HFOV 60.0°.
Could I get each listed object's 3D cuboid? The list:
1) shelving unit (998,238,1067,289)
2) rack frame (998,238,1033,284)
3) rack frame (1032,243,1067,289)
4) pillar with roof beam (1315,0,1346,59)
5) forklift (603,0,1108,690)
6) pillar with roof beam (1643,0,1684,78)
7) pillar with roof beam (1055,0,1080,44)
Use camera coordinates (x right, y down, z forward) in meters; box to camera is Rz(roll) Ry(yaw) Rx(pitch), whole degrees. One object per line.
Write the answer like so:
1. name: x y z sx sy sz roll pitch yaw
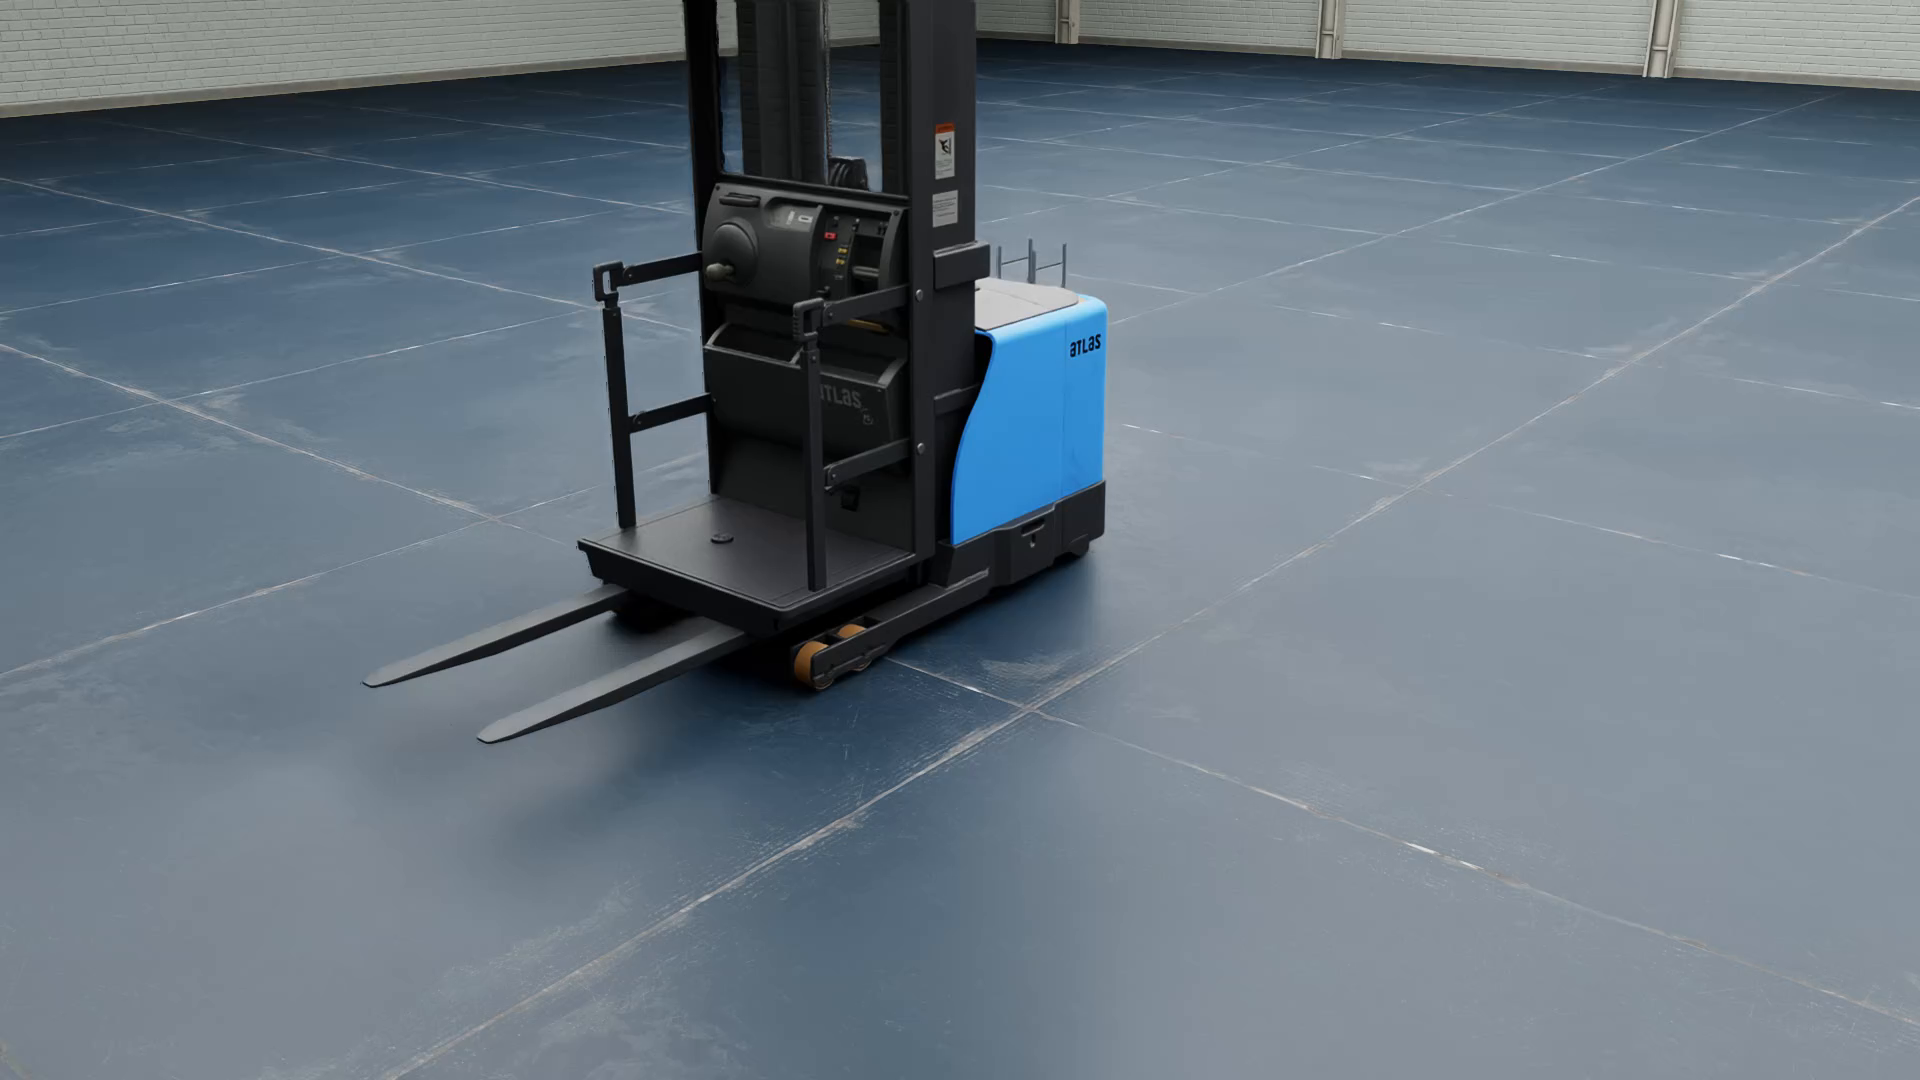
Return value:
1. shelving unit: 0.310 -0.704 7.333 0.189 1.200 0.258 16 26 36
2. rack frame: 0.239 -0.724 7.387 0.006 1.200 0.240 16 26 36
3. rack frame: 0.381 -0.683 7.279 0.006 1.200 0.240 16 26 36
4. pillar with roof beam: 4.148 -12.020 26.289 0.400 9.000 9.100 16 26 36
5. forklift: -0.706 -1.049 5.795 1.130 2.935 3.031 16 26 36
6. pillar with roof beam: 8.796 -10.681 22.739 0.400 9.000 9.100 16 26 36
7. pillar with roof beam: -0.501 -13.359 29.839 0.400 9.000 9.100 16 26 36
